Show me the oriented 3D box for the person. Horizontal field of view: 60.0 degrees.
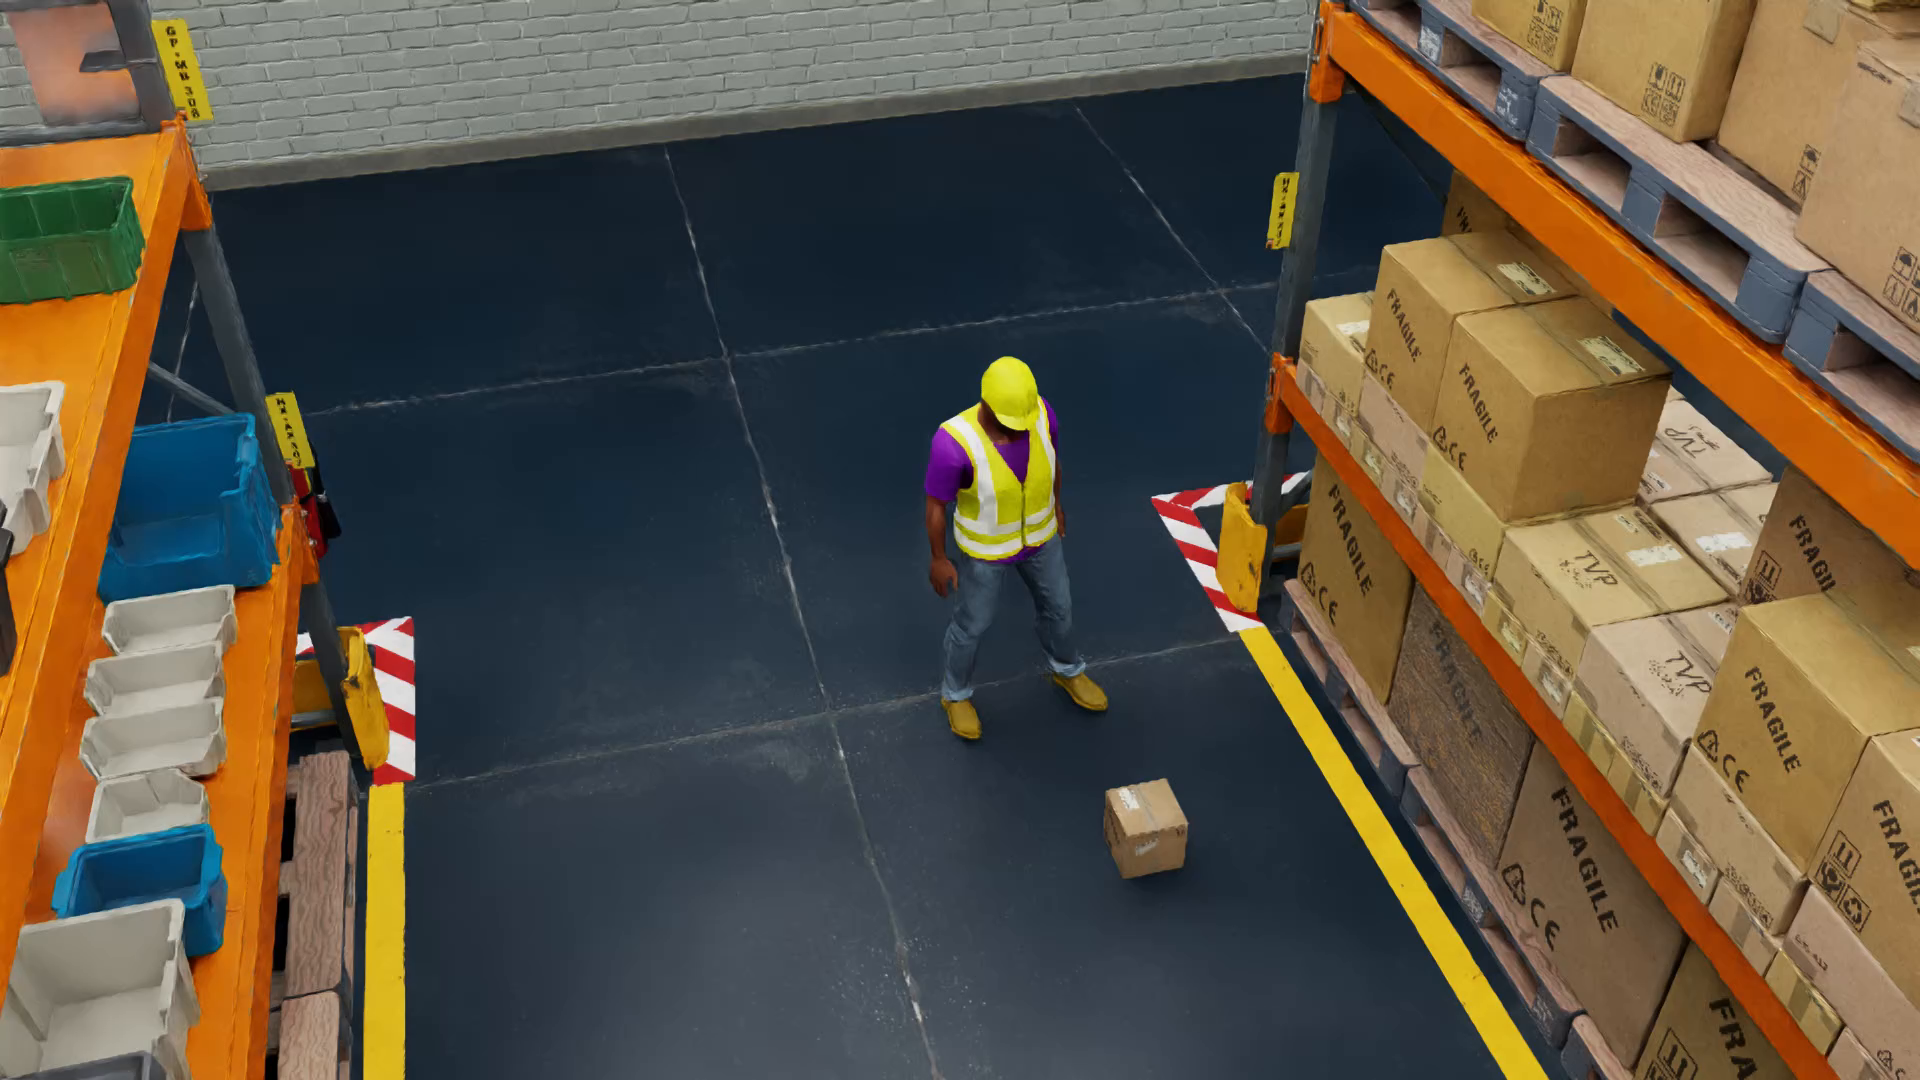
[{"bbox_3d":[0.237,0.020,6.637,0.719,1.759,0.465,-19,42,-23],"label":"person"}]
